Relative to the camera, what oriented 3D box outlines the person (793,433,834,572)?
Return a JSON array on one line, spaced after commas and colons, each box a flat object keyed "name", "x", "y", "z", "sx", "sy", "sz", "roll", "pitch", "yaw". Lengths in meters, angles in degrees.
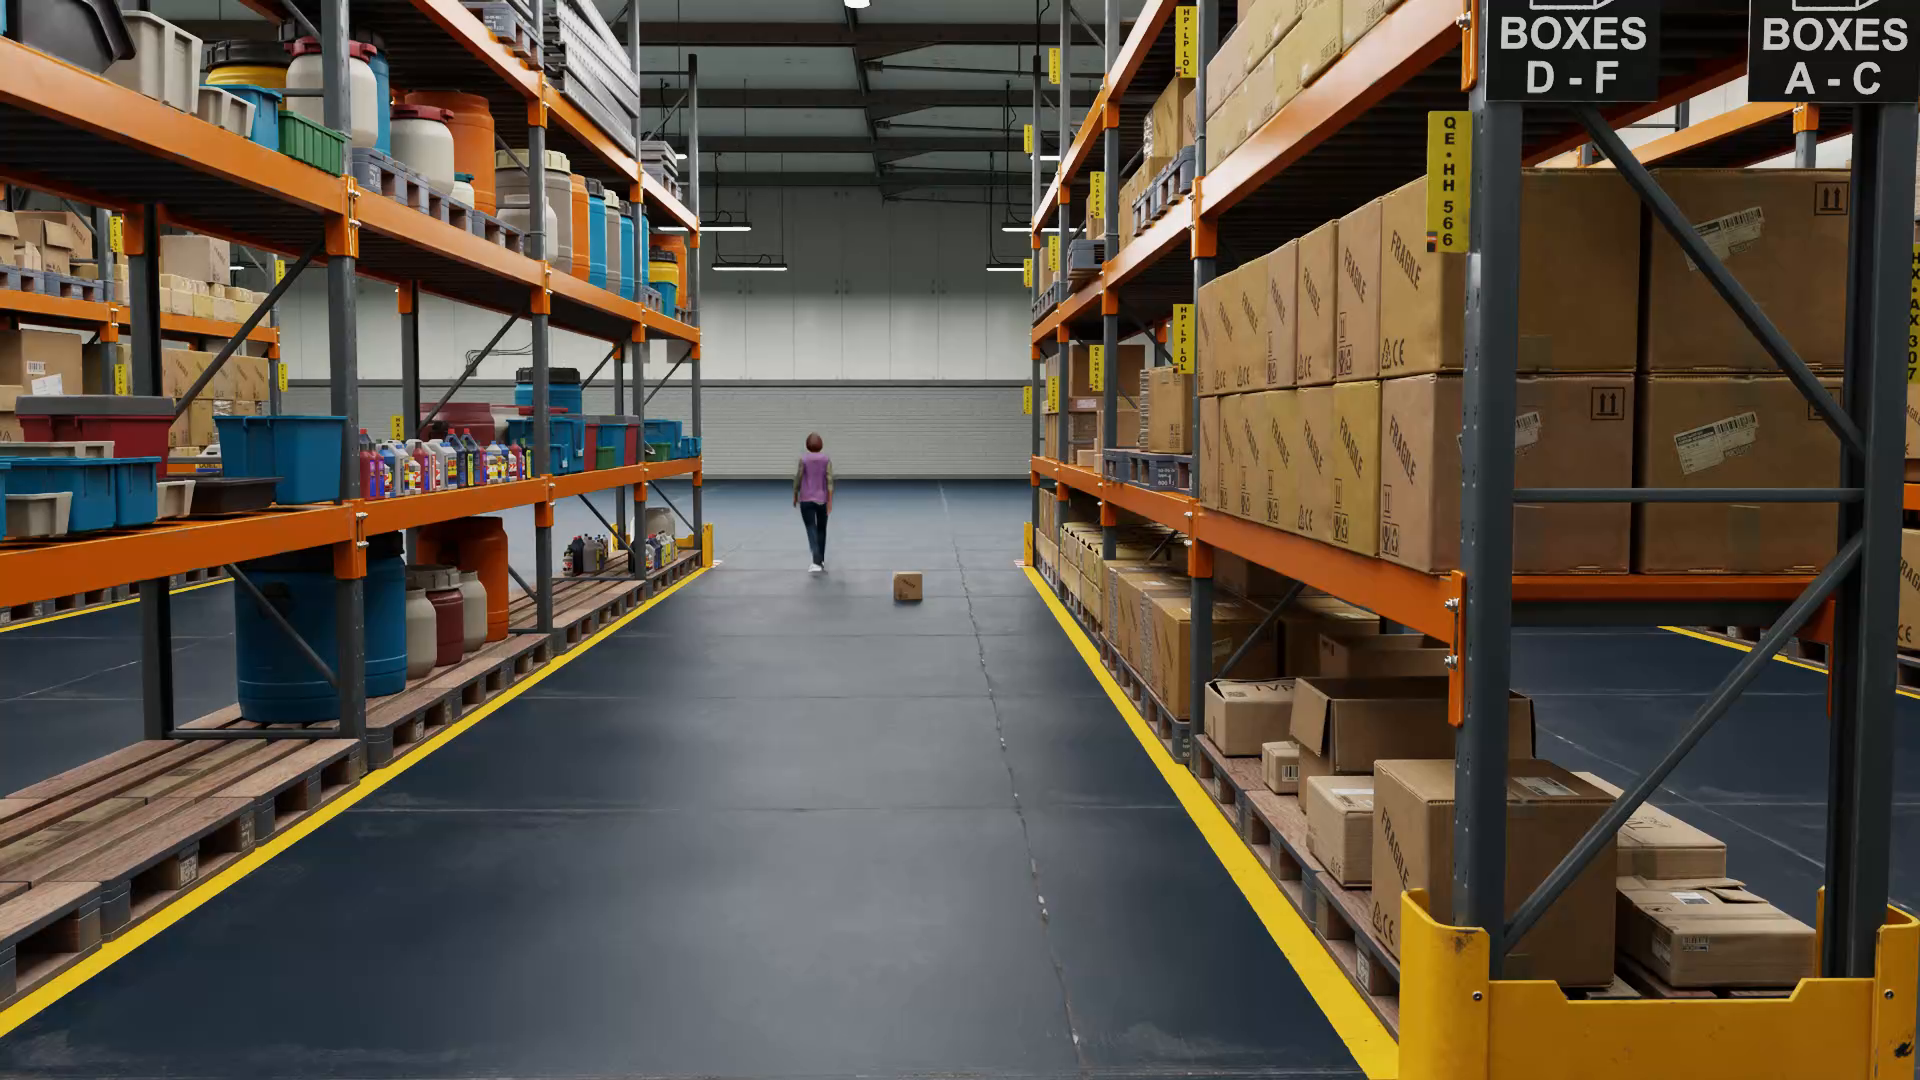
[{"name": "person", "x": -1.669, "y": -0.432, "z": 18.816, "sx": 0.433, "sy": 1.564, "sz": 0.858, "roll": -1, "pitch": 4, "yaw": -15}]
